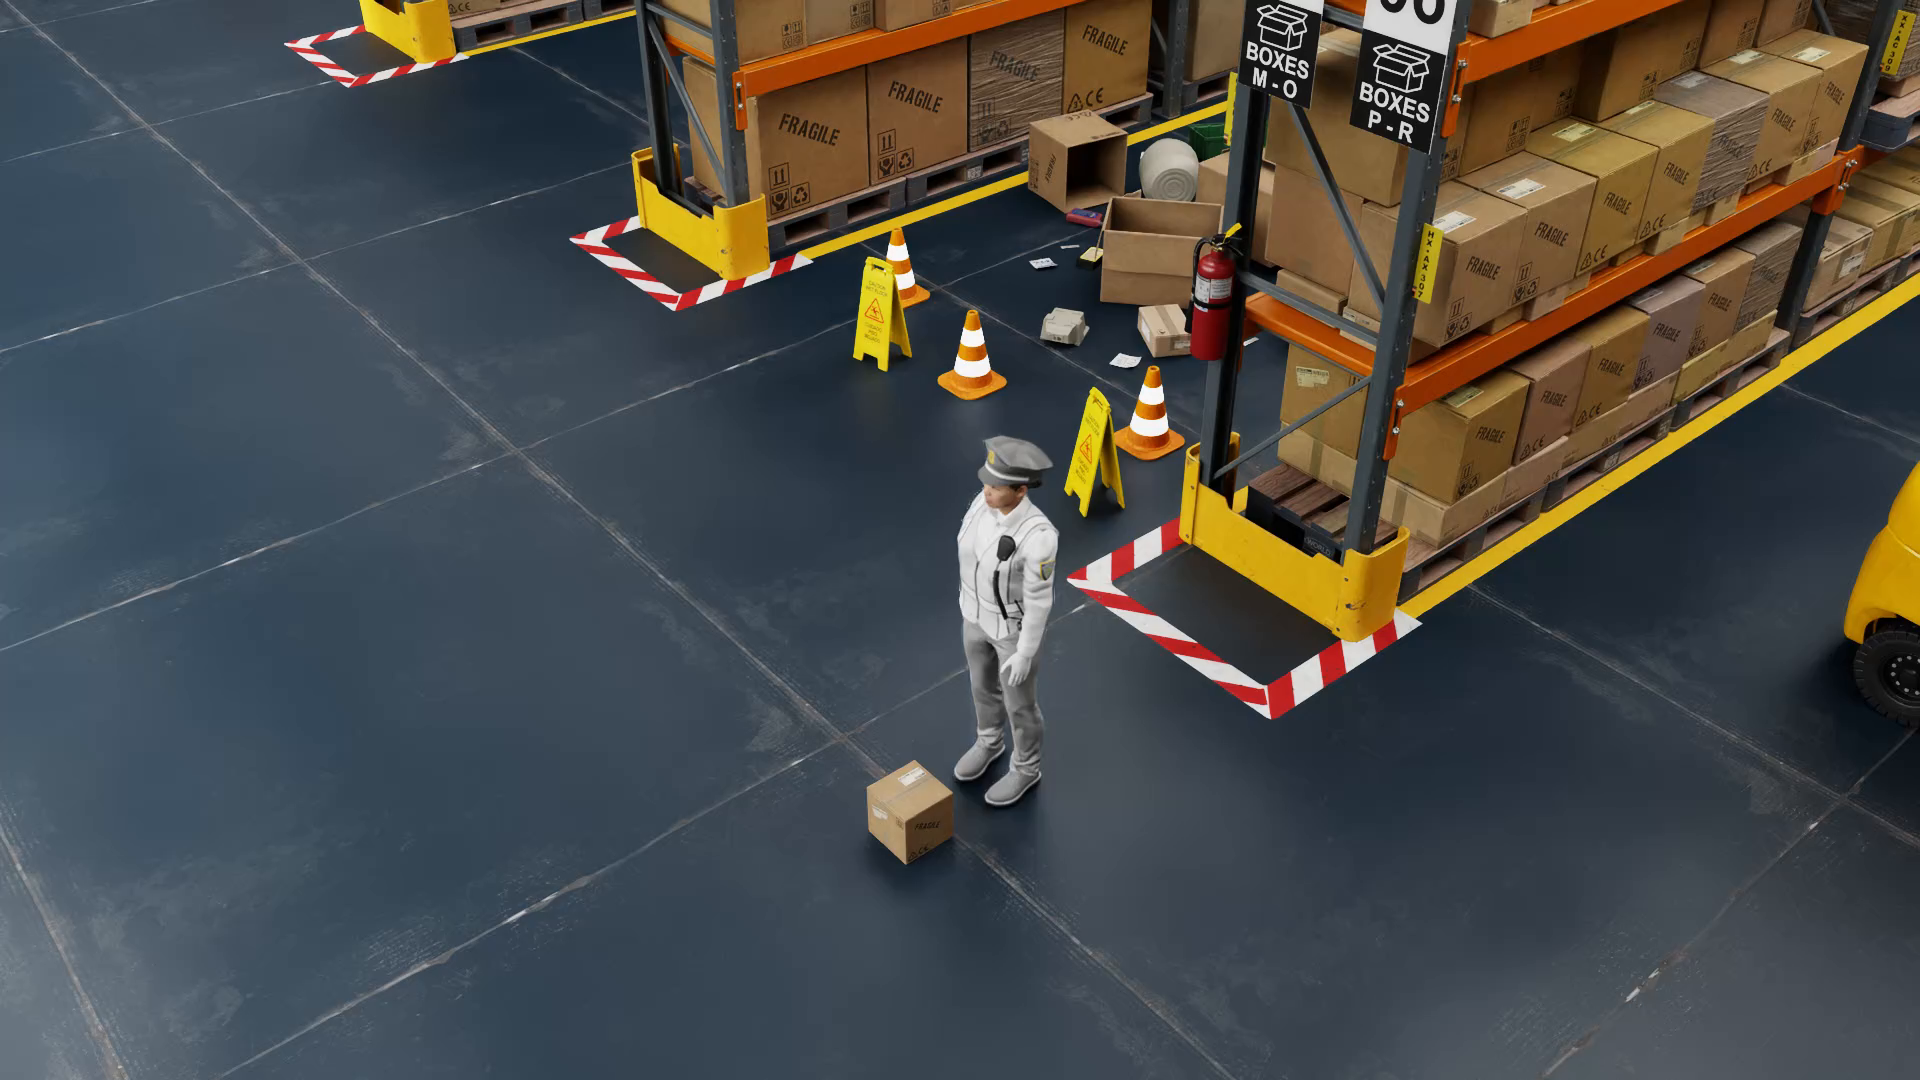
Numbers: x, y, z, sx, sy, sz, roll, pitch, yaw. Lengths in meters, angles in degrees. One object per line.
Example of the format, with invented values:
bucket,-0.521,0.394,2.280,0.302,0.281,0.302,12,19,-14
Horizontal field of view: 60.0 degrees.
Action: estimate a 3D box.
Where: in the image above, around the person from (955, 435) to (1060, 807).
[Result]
person,0.170,0.328,6.576,0.334,1.686,0.486,-26,43,-31
